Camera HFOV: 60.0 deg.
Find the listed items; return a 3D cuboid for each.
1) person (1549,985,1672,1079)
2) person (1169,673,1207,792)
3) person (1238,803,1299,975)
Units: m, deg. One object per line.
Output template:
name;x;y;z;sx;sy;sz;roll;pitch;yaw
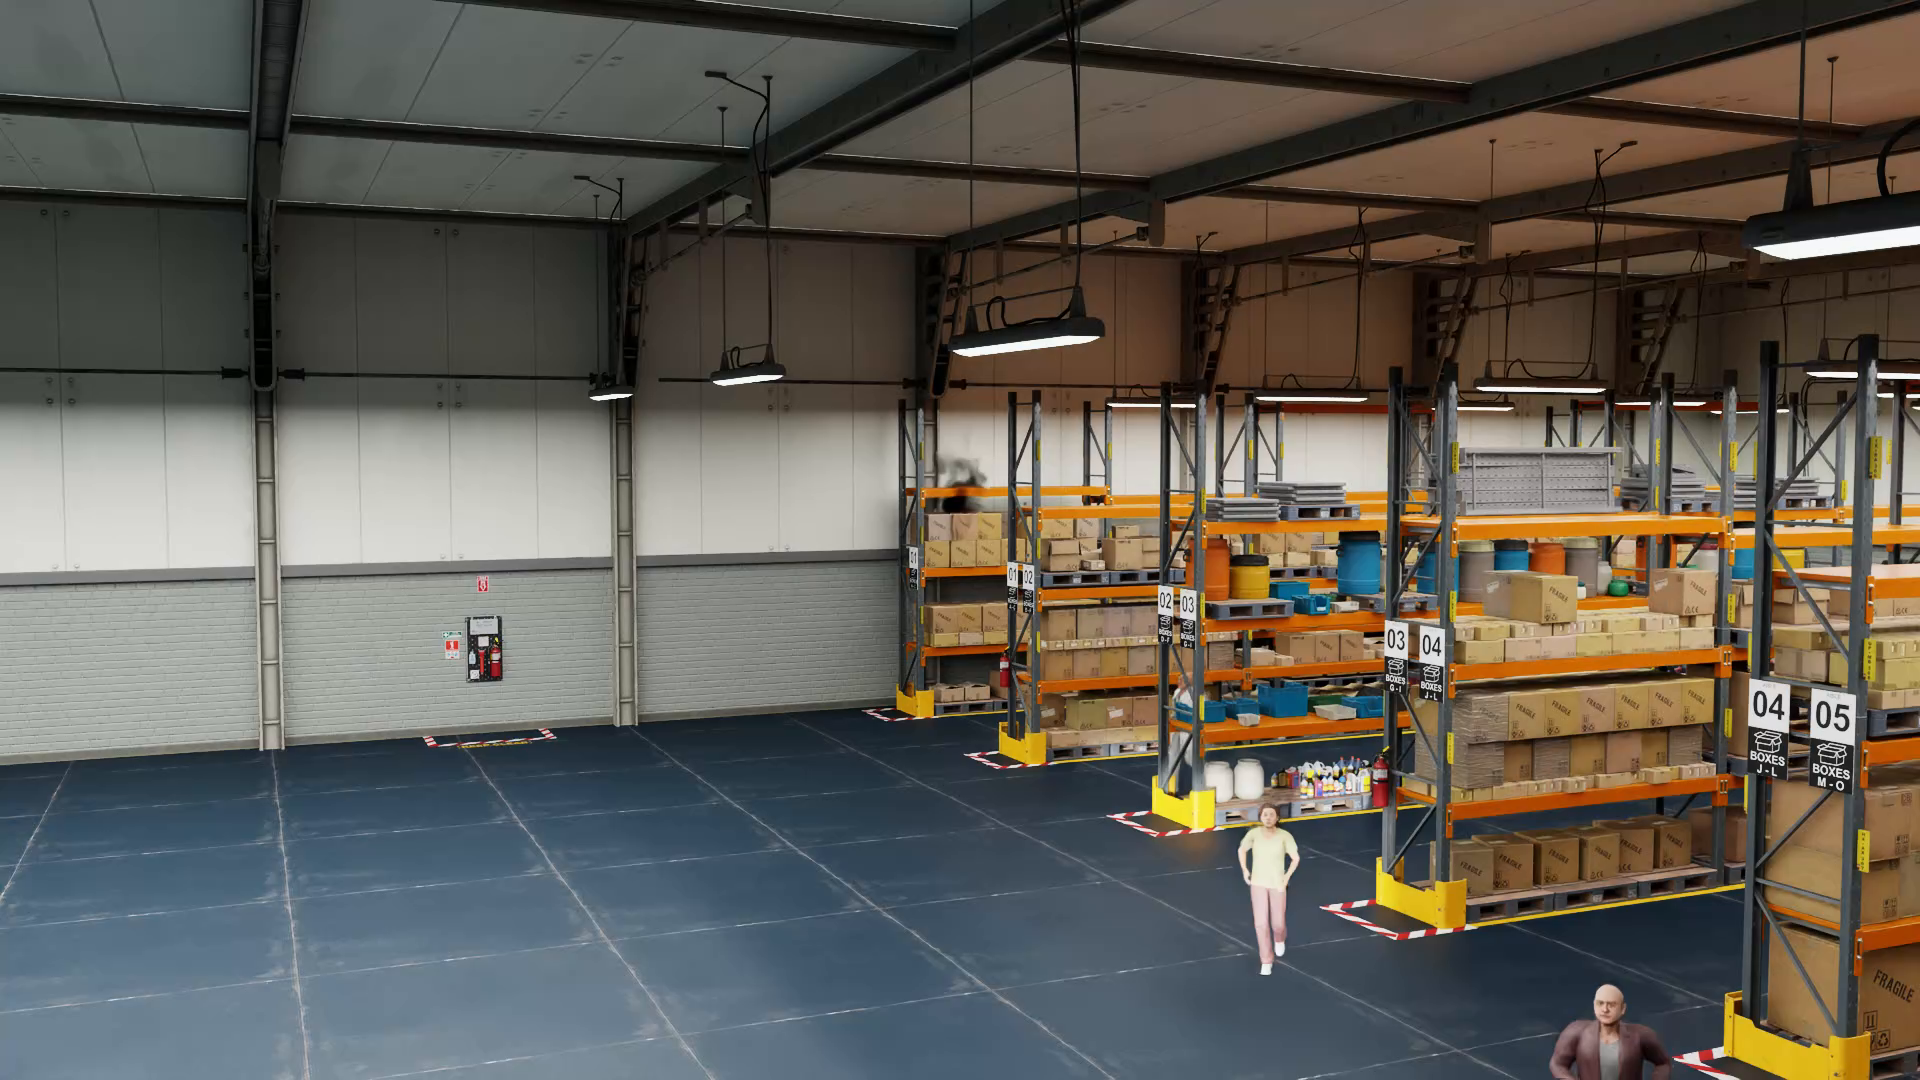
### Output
person;4.096;3.671;10.499;0.718;1.780;0.990;1;4;24
person;3.307;2.828;24.385;0.975;1.777;0.720;-2;4;-36
person;3.023;3.382;16.337;0.602;1.635;0.573;1;3;16
